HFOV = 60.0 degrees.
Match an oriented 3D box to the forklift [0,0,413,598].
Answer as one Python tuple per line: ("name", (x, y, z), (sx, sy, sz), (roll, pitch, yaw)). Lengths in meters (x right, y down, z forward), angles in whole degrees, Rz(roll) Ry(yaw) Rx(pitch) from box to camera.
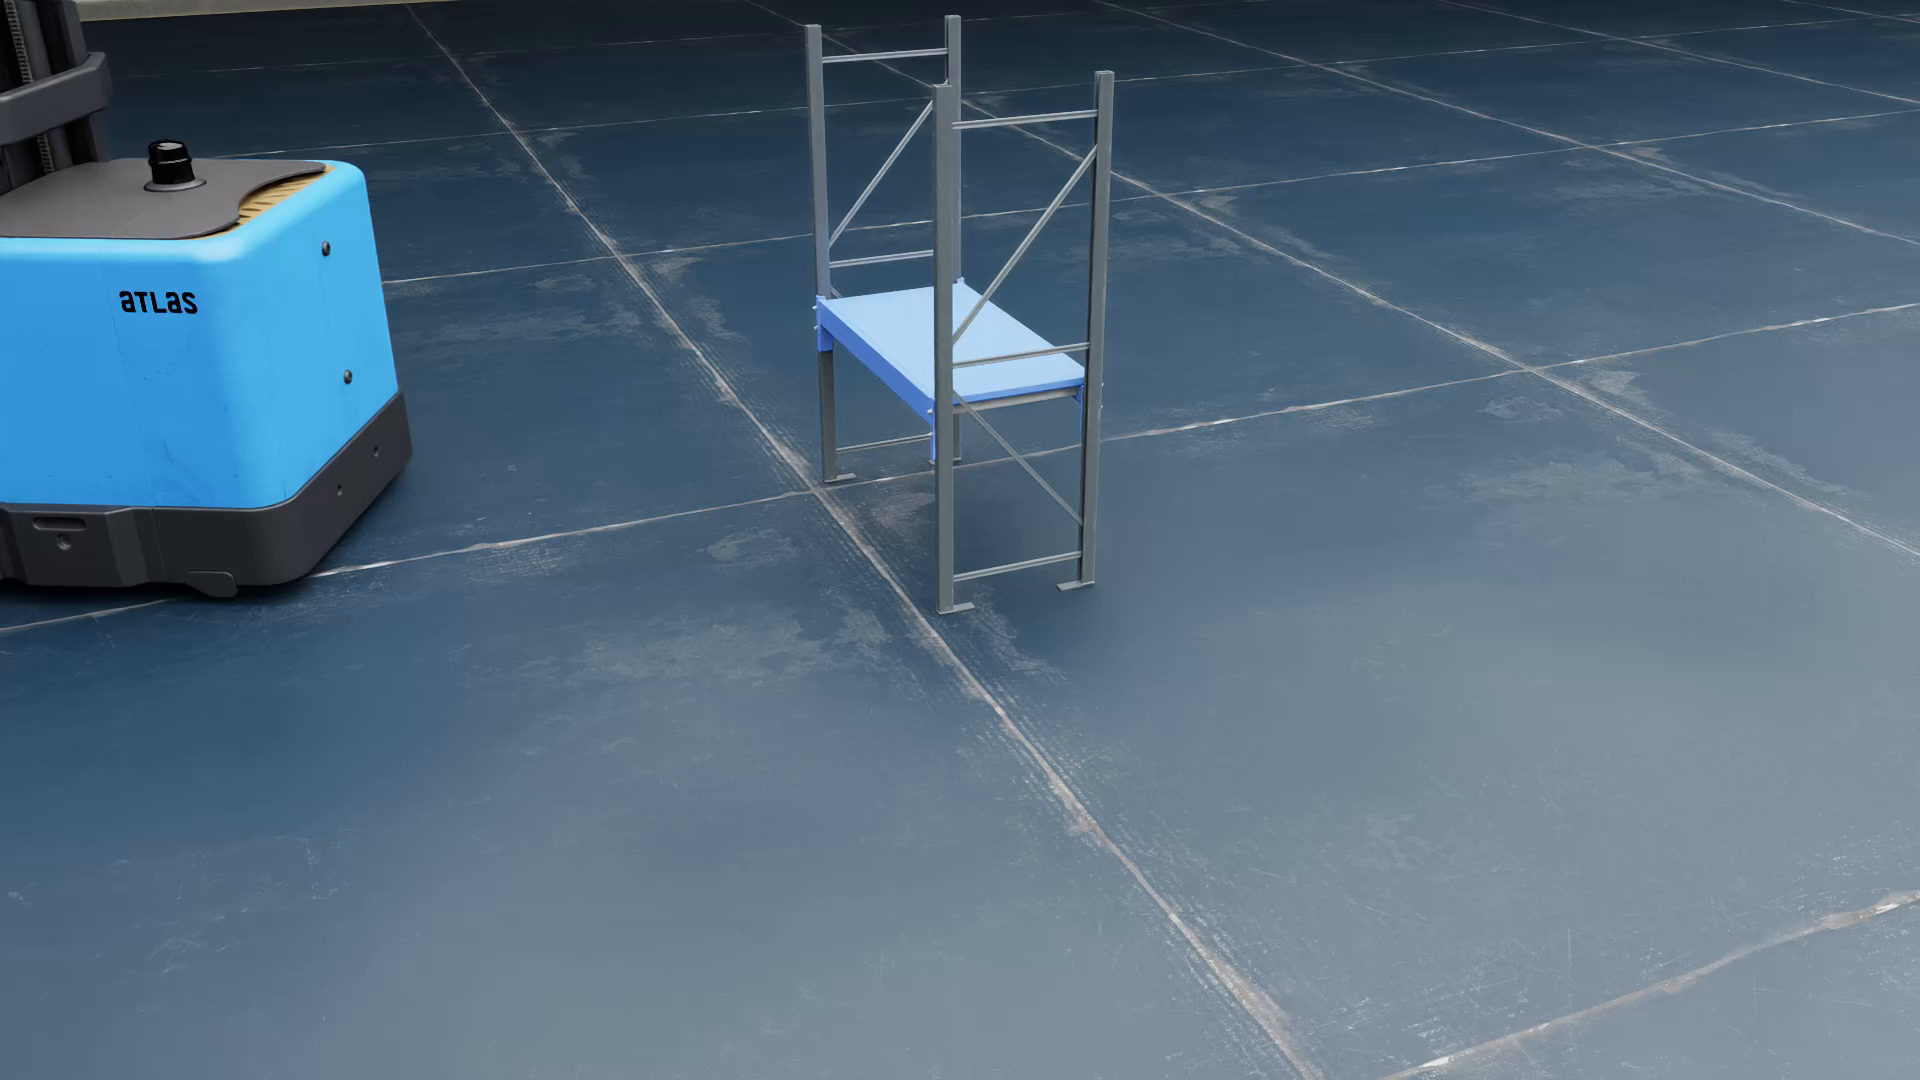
("forklift", (-3.402, -1.384, 4.744), (3.031, 2.935, 1.130), (1, 26, 3))

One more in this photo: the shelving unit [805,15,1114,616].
("shelving unit", (-0.033, -0.708, 4.991), (0.538, 1.500, 1.048), (-11, 28, -21))

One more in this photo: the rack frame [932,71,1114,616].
("rack frame", (0.166, -0.503, 4.571), (0.500, 1.500, 0.032), (-11, 28, -21))

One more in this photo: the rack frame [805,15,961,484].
("rack frame", (-0.233, -0.914, 5.412), (0.500, 1.500, 0.032), (-11, 28, -21))

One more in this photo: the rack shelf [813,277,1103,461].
("rack shelf", (-0.033, -0.547, 5.070), (0.538, 0.185, 1.000), (-11, 28, -21))
